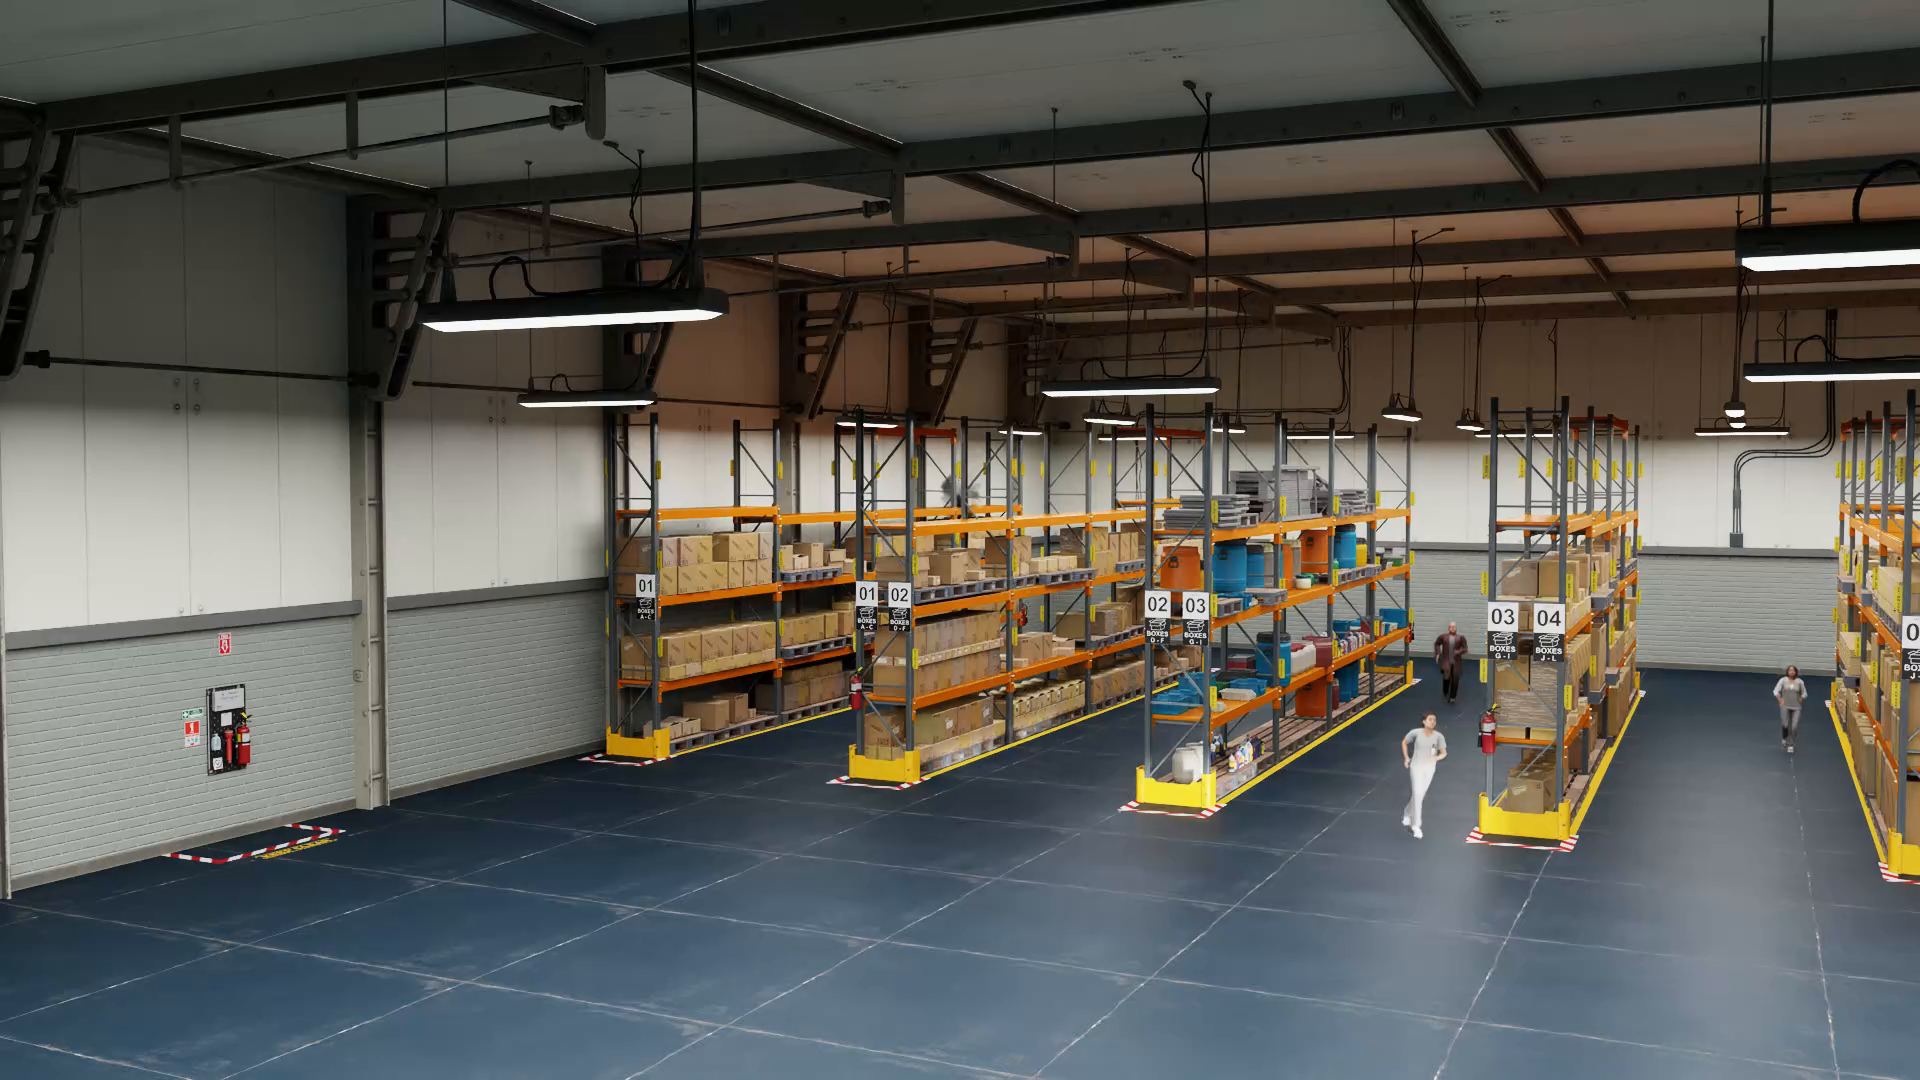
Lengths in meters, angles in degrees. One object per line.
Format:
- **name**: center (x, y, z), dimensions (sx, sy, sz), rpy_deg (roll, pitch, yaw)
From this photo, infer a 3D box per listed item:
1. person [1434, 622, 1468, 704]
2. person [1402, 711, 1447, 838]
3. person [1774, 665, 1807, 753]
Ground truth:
- **person**: center (10.461, 2.628, 35.406), dimensions (0.683, 1.759, 0.724), rpy_deg (1, 2, 13)
- **person**: center (6.427, 3.206, 23.013), dimensions (0.564, 1.687, 0.817), rpy_deg (0, 2, -2)
- **person**: center (14.650, 2.982, 29.358), dimensions (0.502, 1.556, 0.540), rpy_deg (1, 3, 23)
